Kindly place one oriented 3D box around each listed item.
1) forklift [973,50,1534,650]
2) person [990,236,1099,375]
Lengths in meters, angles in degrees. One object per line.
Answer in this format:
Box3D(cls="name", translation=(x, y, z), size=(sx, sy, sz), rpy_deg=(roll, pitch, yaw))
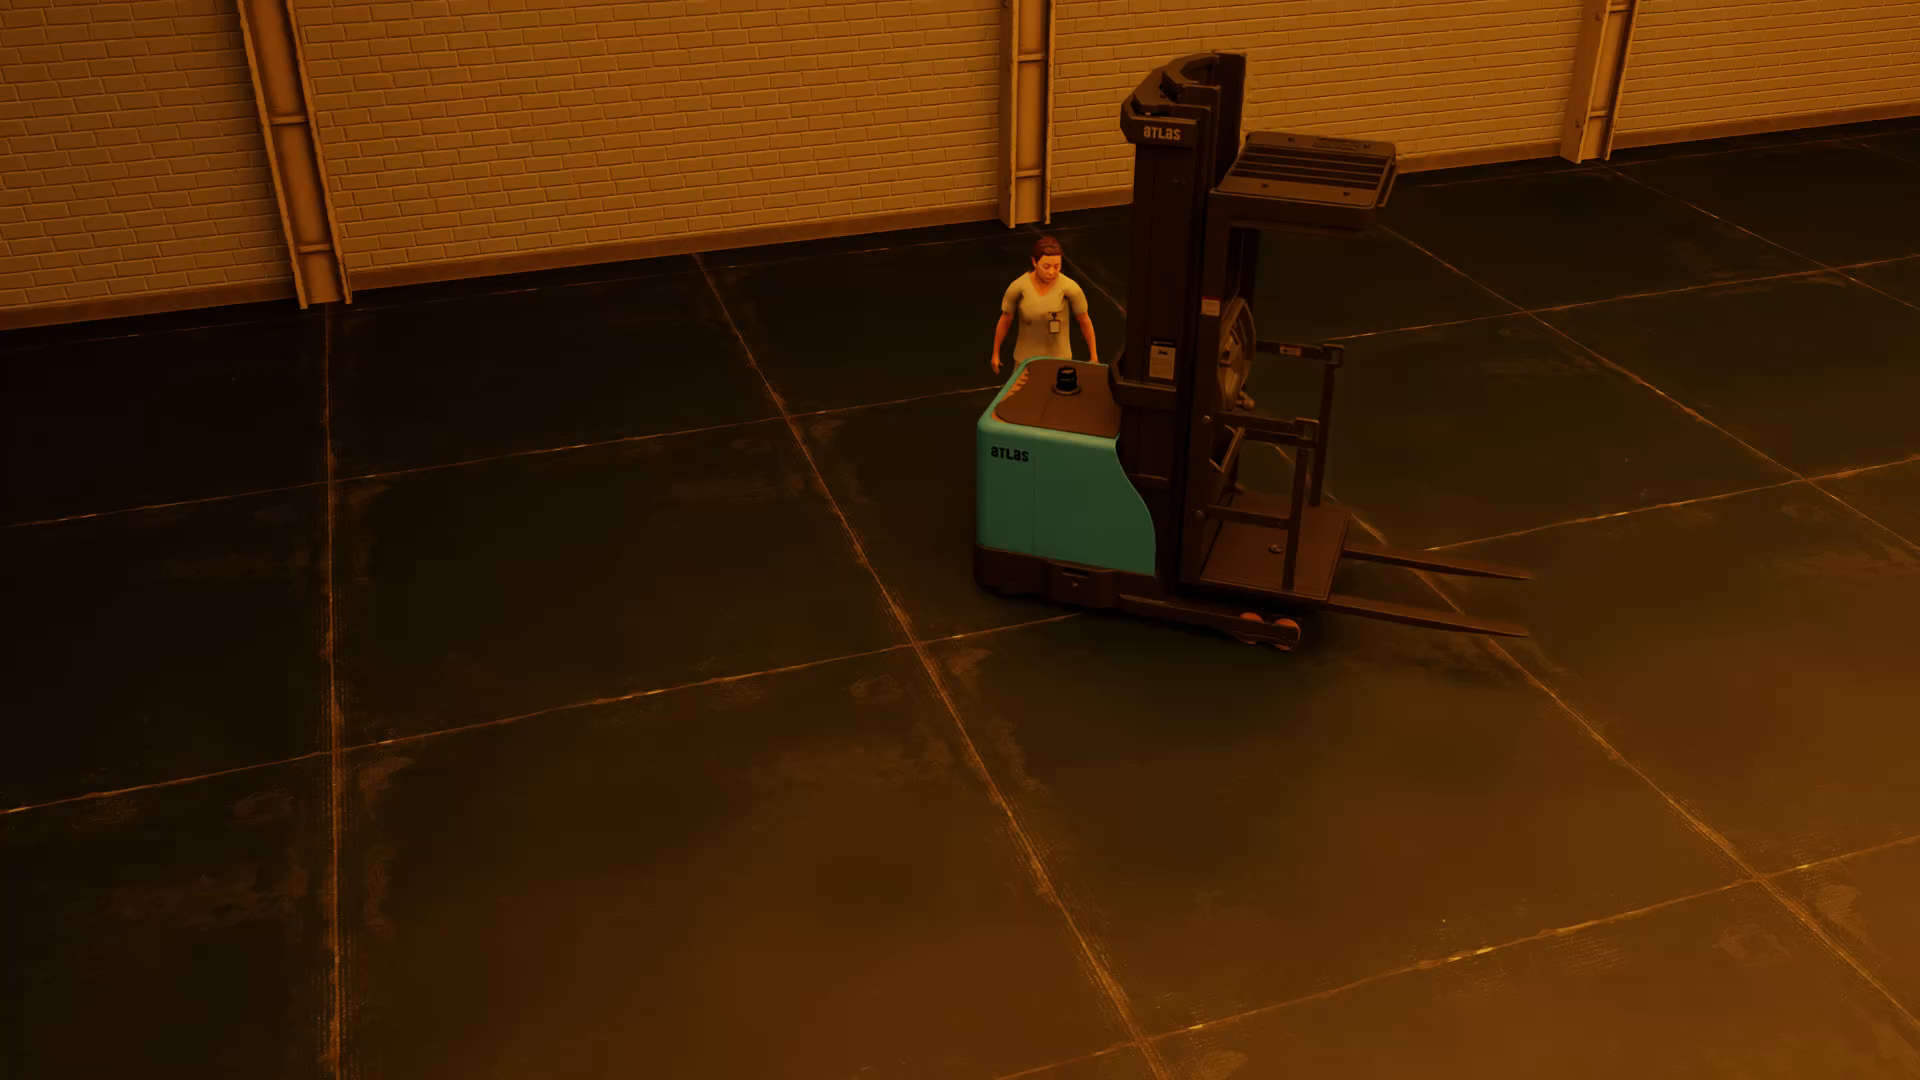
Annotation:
Box3D(cls="forklift", translation=(1.650, -0.974, 8.780), size=(3.031, 2.935, 1.130), rpy_deg=(10, 31, 16))
Box3D(cls="person", translation=(0.558, -1.101, 10.294), size=(0.749, 1.648, 0.363), rpy_deg=(2, 30, 4))
